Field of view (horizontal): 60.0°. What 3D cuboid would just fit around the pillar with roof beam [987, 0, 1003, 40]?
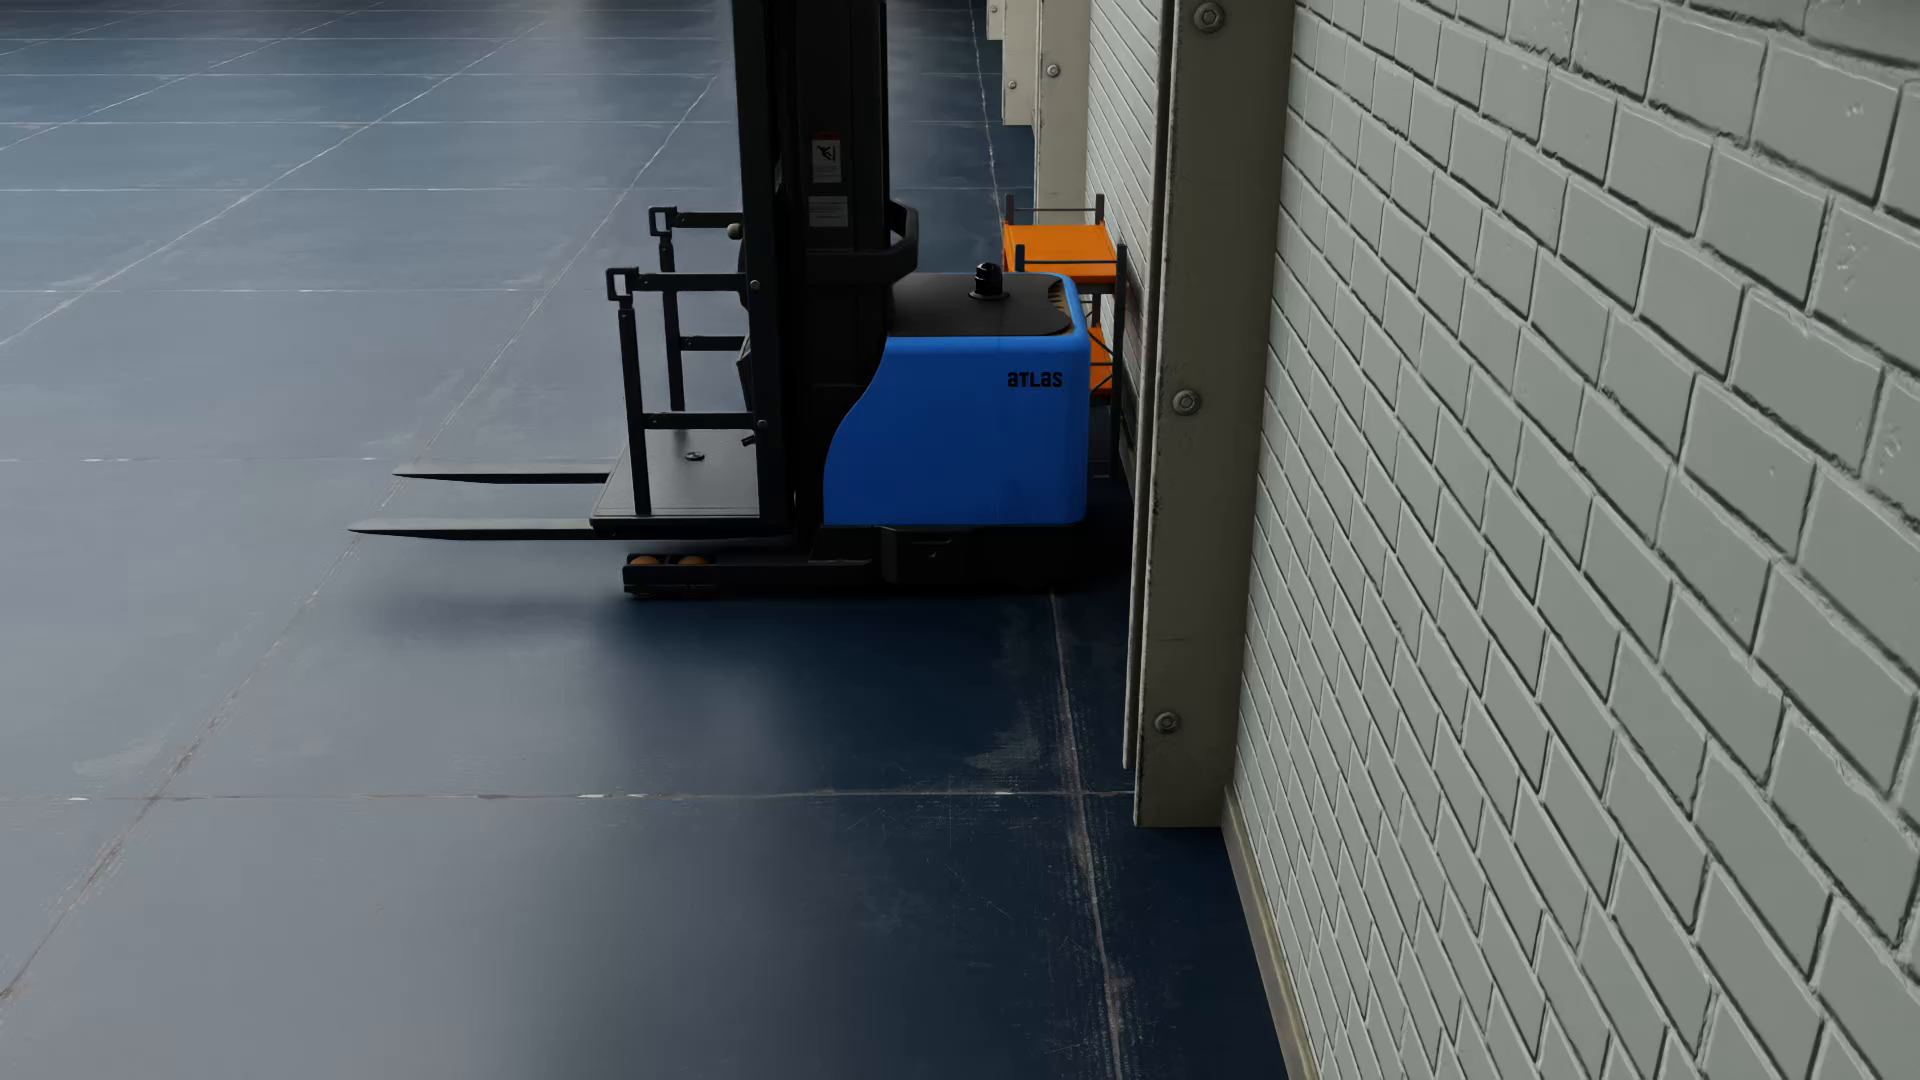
[{"bbox_3d":[-3.796,-10.675,19.932,9.100,9.000,0.400,0,24,-1],"label":"pillar with roof beam"}]

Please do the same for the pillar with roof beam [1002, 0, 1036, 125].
[{"bbox_3d":[-3.731,-8.202,14.466,9.100,9.000,0.400,0,24,-1],"label":"pillar with roof beam"}]

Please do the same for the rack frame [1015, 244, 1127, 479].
[{"bbox_3d":[0.497,-0.808,7.673,0.500,1.125,0.032,0,24,-1],"label":"rack frame"}]

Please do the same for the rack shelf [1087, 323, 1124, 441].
[{"bbox_3d":[0.487,-0.795,8.236,0.538,0.278,1.000,0,24,-1],"label":"rack shelf"}]

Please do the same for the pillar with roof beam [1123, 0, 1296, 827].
[{"bbox_3d":[-3.600,-3.258,3.533,9.100,9.000,0.400,0,24,-1],"label":"pillar with roof beam"}]

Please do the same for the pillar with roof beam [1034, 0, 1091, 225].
[{"bbox_3d":[-3.665,-5.730,8.999,9.100,9.000,0.400,0,24,-1],"label":"pillar with roof beam"}]

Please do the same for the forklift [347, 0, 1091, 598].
[{"bbox_3d":[-0.999,-1.319,6.611,3.031,2.935,1.130,0,24,-1],"label":"forklift"}]

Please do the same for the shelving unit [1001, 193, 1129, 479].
[{"bbox_3d":[0.487,-1.018,8.136,0.538,1.125,1.048,0,24,-1],"label":"shelving unit"}]

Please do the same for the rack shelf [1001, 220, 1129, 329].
[{"bbox_3d":[0.487,-1.285,8.015,0.538,0.278,1.000,0,24,-1],"label":"rack shelf"}]

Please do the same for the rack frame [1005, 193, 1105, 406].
[{"bbox_3d":[0.477,-1.227,8.599,0.500,1.125,0.032,0,24,-1],"label":"rack frame"}]
